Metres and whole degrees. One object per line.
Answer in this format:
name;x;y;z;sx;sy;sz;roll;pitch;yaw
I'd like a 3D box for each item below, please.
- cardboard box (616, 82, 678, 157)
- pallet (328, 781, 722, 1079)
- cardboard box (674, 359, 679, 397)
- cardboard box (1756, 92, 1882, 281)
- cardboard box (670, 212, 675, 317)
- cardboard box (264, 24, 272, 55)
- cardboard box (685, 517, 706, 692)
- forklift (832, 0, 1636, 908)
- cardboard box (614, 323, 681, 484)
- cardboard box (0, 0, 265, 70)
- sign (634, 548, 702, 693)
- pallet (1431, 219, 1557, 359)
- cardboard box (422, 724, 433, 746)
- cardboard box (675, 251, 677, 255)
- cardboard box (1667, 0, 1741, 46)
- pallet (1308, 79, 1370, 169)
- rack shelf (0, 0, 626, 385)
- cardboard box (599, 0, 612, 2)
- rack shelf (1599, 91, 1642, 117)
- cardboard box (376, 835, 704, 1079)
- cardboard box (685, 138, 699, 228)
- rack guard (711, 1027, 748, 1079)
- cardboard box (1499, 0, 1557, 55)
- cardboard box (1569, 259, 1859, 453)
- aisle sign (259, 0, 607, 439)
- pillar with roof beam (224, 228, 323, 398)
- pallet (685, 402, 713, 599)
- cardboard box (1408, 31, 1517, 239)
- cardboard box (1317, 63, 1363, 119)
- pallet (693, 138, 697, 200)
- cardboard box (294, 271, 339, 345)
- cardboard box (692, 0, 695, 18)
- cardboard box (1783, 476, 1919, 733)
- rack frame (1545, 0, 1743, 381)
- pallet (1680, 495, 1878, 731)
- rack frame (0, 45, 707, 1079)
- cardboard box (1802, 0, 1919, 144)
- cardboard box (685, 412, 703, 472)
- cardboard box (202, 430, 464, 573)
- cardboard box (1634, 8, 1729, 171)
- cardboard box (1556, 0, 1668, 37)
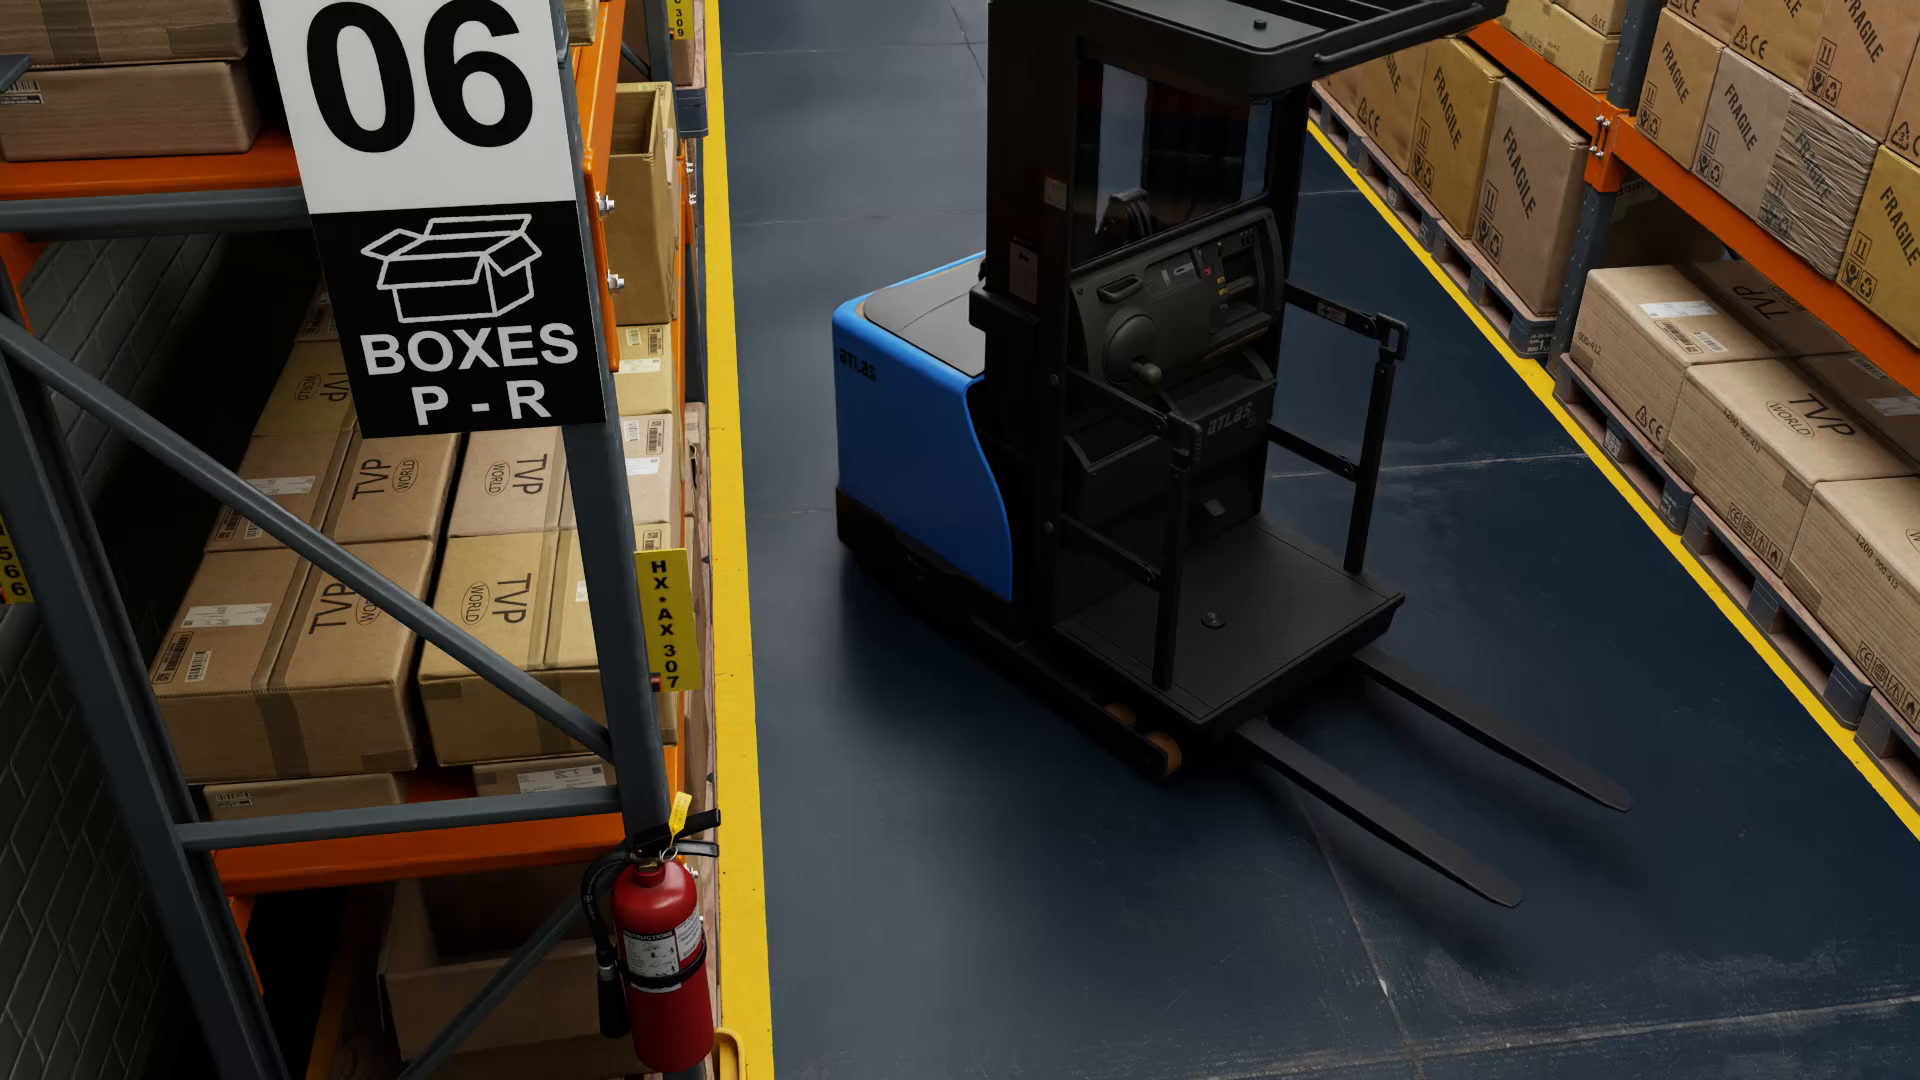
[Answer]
cardboard box;-1.310;-1.475;6.120;0.500;0.250;0.500;-4;34;-5
pallet;-1.201;1.218;4.776;1.003;0.211;1.213;-4;35;-6
cardboard box;-1.034;-0.416;4.920;0.380;0.149;0.250;-4;34;-5
cardboard box;3.226;-1.258;5.844;0.500;0.500;0.500;-4;34;-6
cardboard box;-1.174;-0.917;5.301;0.500;0.250;0.500;-5;35;-7
cardboard box;-1.451;-0.887;2.947;0.380;0.149;0.250;-4;34;-6
cardboard box;-1.119;0.281;5.521;0.500;0.500;0.500;-4;34;-5
forklift;0.855;-0.732;5.222;1.130;2.935;3.031;-26;42;-33
cardboard box;-1.016;-0.346;4.463;0.500;0.250;0.500;-5;35;-7
cardboard box;-1.412;-0.976;2.723;0.500;0.250;0.500;-5;35;-7
sign;-0.545;0.154;3.092;0.100;0.325;0.005;-4;35;-6
pallet;3.119;-1.330;8.514;1.003;0.211;1.213;-4;35;-6
cardboard box;-1.366;0.345;3.803;0.380;0.149;0.250;-3;34;-5
cardboard box;-1.212;-1.130;5.968;0.380;0.149;0.250;-4;34;-5
cardboard box;3.122;-2.228;6.379;0.500;0.500;0.500;-4;34;-6
pallet;2.791;-2.692;10.512;1.003;0.211;1.213;-4;35;-6
rack shelf;-1.351;-1.506;4.271;1.077;0.370;4.000;-4;35;-6
cardboard box;-0.905;-1.214;3.428;0.380;0.149;0.250;-4;34;-5
rack shelf;3.029;-2.957;8.891;0.919;0.124;3.809;-4;35;-6
cardboard box;-1.071;1.062;4.372;0.797;0.503;0.637;-6;35;-8
cardboard box;-1.670;-1.972;8.827;0.500;0.500;0.500;-6;35;-8
rack guard;-1.093;1.543;4.042;1.175;0.500;0.348;-4;35;-6
cardboard box;2.920;-2.511;7.904;0.500;0.250;0.500;-5;35;-7
cardboard box;3.276;-0.814;7.183;0.875;0.438;0.875;-5;35;-7
aisle sign;-0.782;-0.506;2.520;0.394;0.787;0.004;-4;35;-6
pillar with roof beam;1.846;-4.028;4.670;9.100;9.000;0.400;-4;35;-6
pallet;-1.529;-0.144;6.774;1.003;0.211;1.213;-4;35;-6
cardboard box;3.006;-2.197;8.823;0.875;0.875;0.875;-3;34;-5
cardboard box;2.770;-3.194;10.286;0.875;0.875;0.875;-5;35;-7
pallet;-2.095;-2.340;9.996;1.003;0.211;1.213;-4;35;-6
cardboard box;-1.607;-0.601;4.838;0.500;0.250;0.500;-4;35;-6
cardboard box;-1.533;-2.470;7.250;0.700;0.500;0.500;-4;34;-6
cardboard box;3.516;0.189;5.711;0.875;0.438;0.875;-3;34;-5
rack frame;3.298;-2.058;7.106;1.000;3.000;0.127;-4;35;-6
pallet;3.490;0.207;6.259;1.003;0.211;1.213;-4;35;-6
rack frame;-1.082;0.552;3.276;1.000;3.000;0.127;-4;35;-6
cardboard box;3.241;-1.659;5.544;0.500;0.500;0.500;-4;34;-5
cardboard box;-1.254;-0.386;6.812;0.380;0.149;0.250;-5;35;-8
cardboard box;-1.475;-0.033;4.004;0.500;0.250;0.500;-4;35;-6
cardboard box;3.101;-1.817;6.664;0.500;0.500;0.500;-3;34;-5
cardboard box;2.998;-2.430;7.341;0.500;0.250;0.500;-4;35;-6
